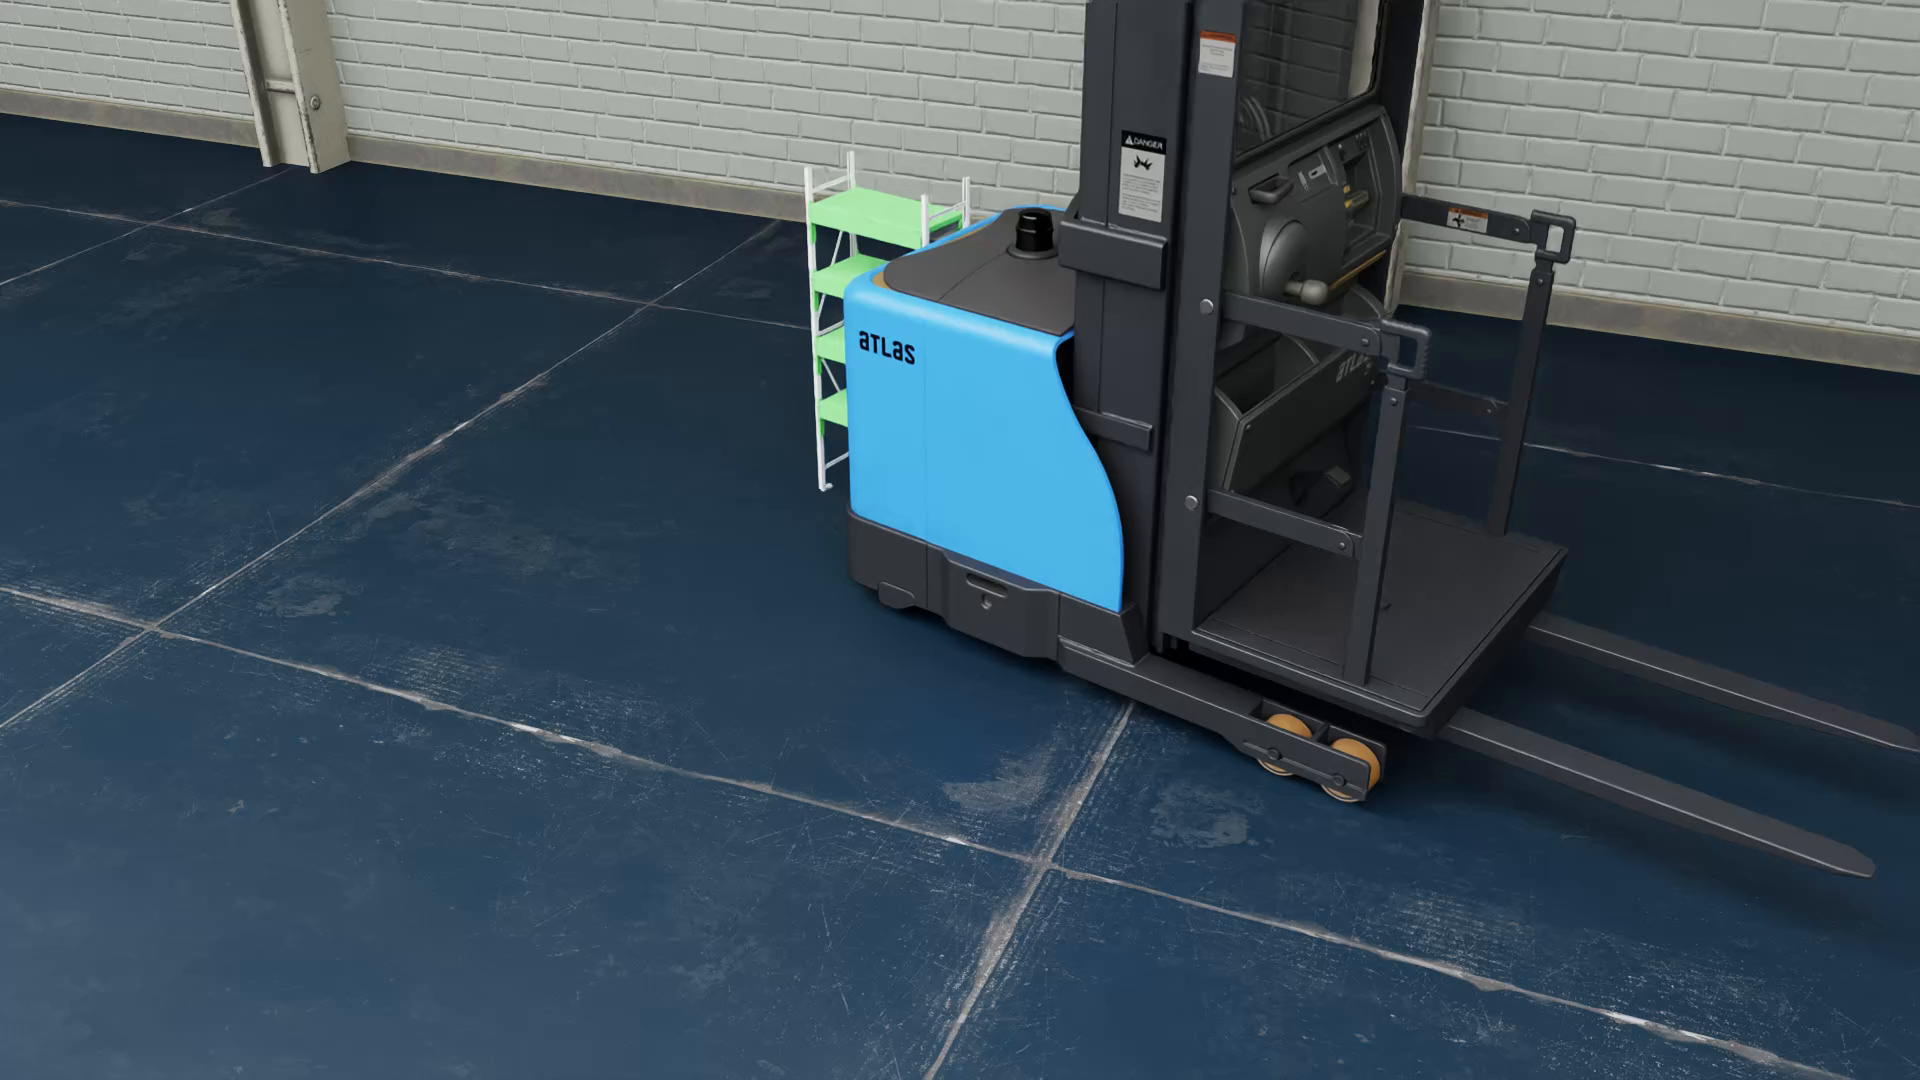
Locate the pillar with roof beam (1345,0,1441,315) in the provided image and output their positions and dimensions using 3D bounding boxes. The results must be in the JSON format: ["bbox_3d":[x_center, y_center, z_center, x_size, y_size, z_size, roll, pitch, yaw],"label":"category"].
[{"bbox_3d":[0.176,-3.028,1.963,0.400,9.000,9.100,11,31,19],"label":"pillar with roof beam"}]

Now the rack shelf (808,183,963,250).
[{"bbox_3d":[-0.240,-1.041,5.527,0.480,0.148,0.258,20,35,31],"label":"rack shelf"}]

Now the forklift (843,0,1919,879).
[{"bbox_3d":[1.121,-0.866,4.303,3.031,2.935,1.130,20,35,31],"label":"forklift"}]

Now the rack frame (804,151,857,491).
[{"bbox_3d":[-0.436,-0.751,5.858,0.015,1.200,0.240,20,35,31],"label":"rack frame"}]

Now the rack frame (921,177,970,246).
[{"bbox_3d":[-0.045,-0.607,5.605,0.015,1.200,0.240,20,35,31],"label":"rack frame"}]

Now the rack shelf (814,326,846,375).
[{"bbox_3d":[-0.240,-0.623,5.763,0.480,0.148,0.258,20,35,31],"label":"rack shelf"}]

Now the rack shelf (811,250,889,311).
[{"bbox_3d":[-0.240,-0.832,5.645,0.480,0.148,0.258,20,35,31],"label":"rack shelf"}]

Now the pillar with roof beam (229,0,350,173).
[{"bbox_3d":[-5.384,-4.138,3.926,0.400,9.000,9.100,11,31,19],"label":"pillar with roof beam"}]

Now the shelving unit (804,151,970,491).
[{"bbox_3d":[-0.240,-0.679,5.732,0.503,1.200,0.258,20,35,31],"label":"shelving unit"}]

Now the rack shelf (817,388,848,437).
[{"bbox_3d":[-0.240,-0.414,5.881,0.480,0.148,0.258,20,35,31],"label":"rack shelf"}]
